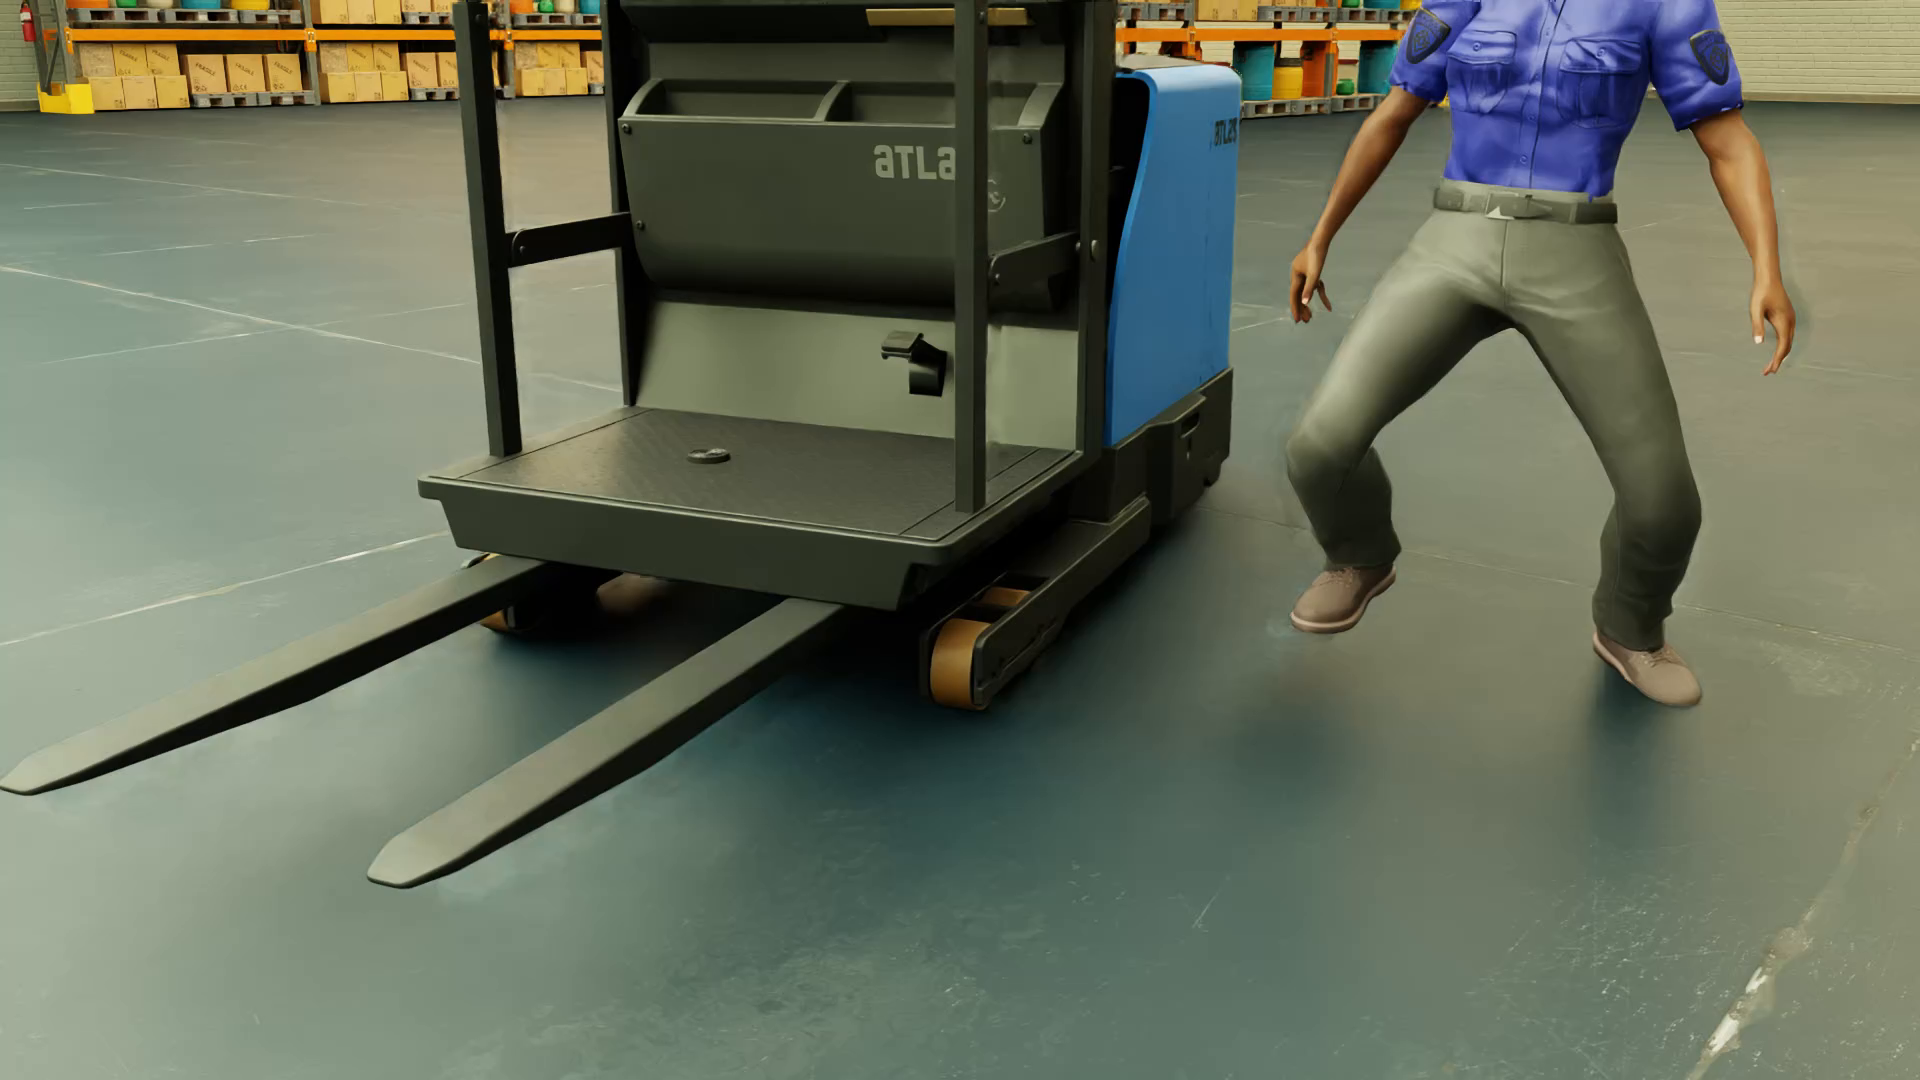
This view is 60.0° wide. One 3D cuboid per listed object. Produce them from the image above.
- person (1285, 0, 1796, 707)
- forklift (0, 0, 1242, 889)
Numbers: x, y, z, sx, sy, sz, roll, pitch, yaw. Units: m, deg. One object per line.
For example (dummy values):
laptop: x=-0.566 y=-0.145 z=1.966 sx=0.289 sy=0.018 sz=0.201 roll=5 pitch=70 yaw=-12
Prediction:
person: x=0.976 y=-0.463 z=2.853 sx=0.851 sy=1.566 sz=0.584 roll=9 pitch=19 yaw=28
forklift: x=-0.330 y=-1.239 z=2.978 sx=1.130 sy=2.935 sz=3.031 roll=7 pitch=18 yaw=22
